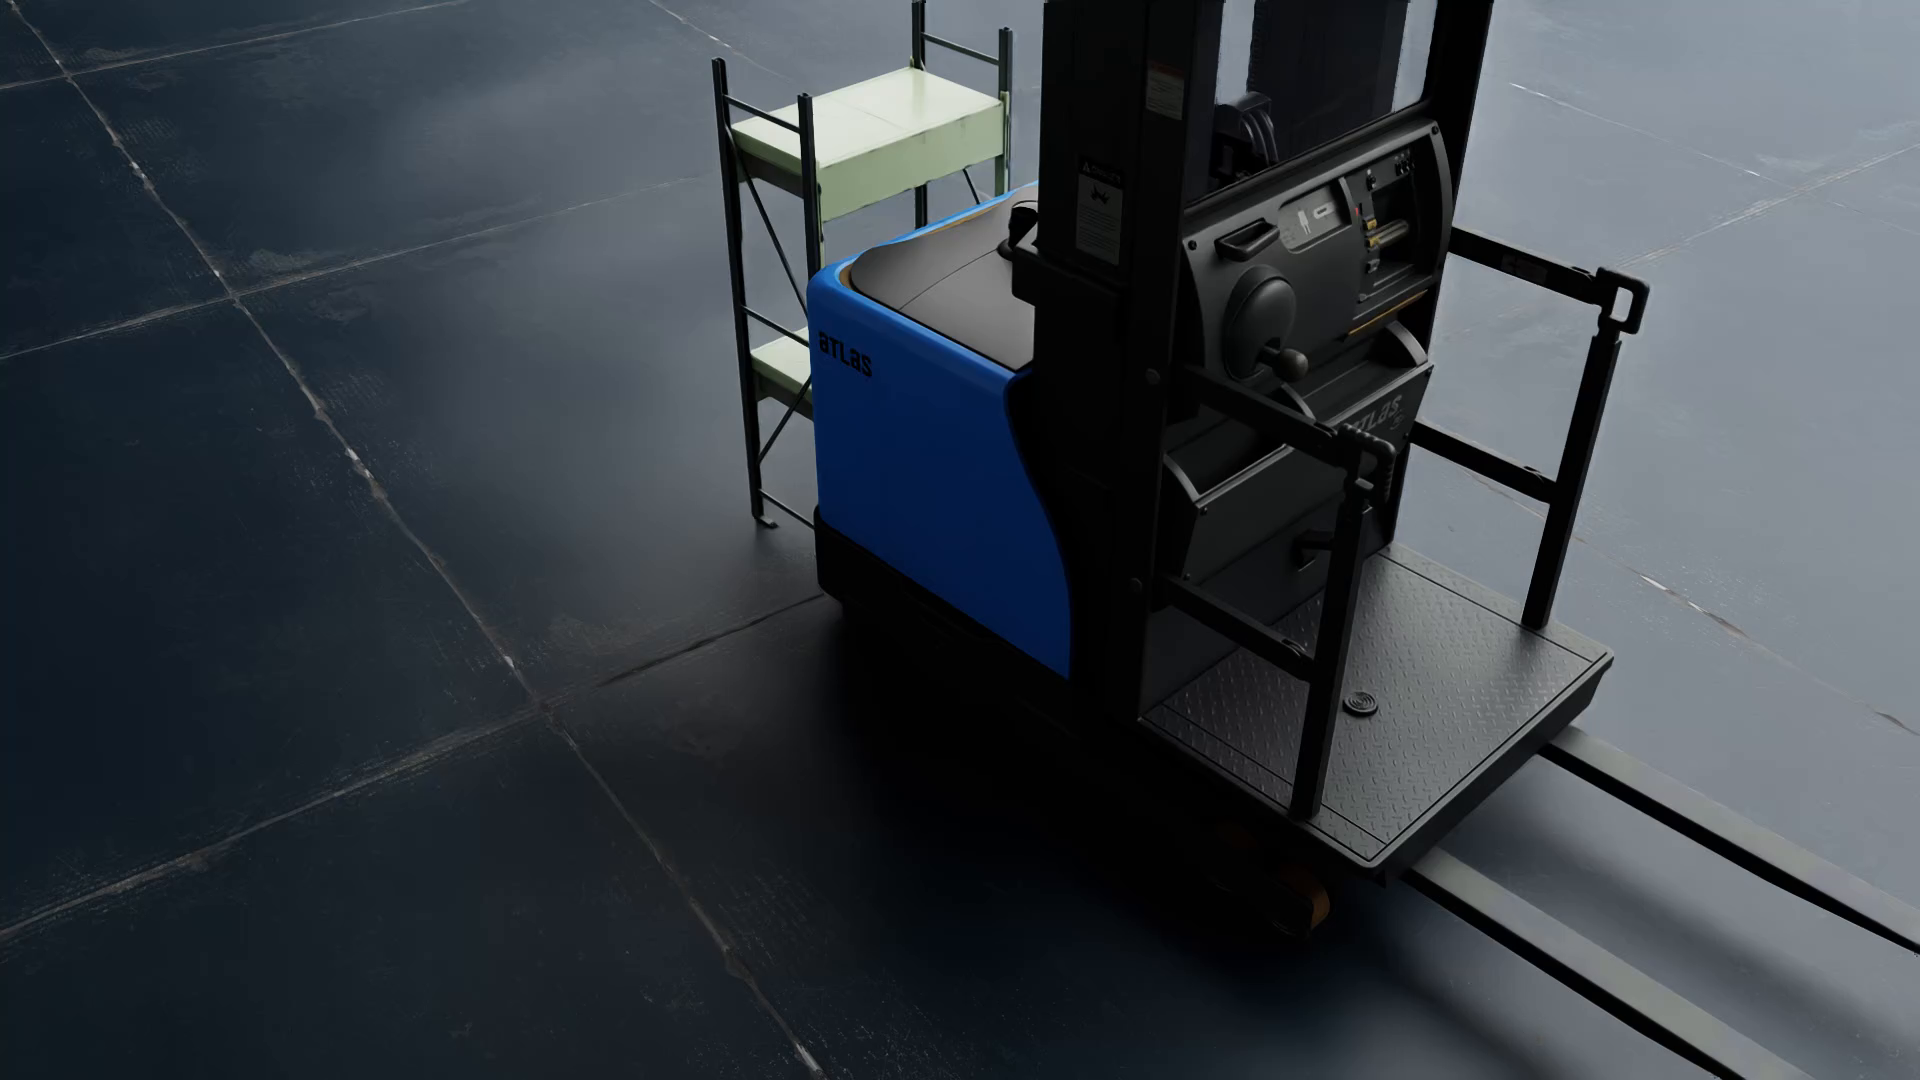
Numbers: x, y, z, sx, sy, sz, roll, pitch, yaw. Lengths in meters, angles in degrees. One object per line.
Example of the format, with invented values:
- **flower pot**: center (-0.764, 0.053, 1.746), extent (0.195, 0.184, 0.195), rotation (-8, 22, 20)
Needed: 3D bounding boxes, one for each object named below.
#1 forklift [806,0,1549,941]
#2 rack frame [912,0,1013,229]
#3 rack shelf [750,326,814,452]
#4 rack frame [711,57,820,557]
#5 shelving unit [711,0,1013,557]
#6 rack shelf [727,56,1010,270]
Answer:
- **forklift**: center (0.957, -0.595, 3.568), extent (1.130, 2.935, 3.031), rotation (-29, 45, -34)
- **rack frame**: center (0.004, -0.906, 5.224), extent (0.023, 1.500, 0.400), rotation (-29, 45, -34)
- **rack shelf**: center (-0.260, -0.493, 5.209), extent (0.720, 0.370, 0.431), rotation (-29, 45, -34)
- **rack frame**: center (-0.525, -0.610, 4.813), extent (0.023, 1.500, 0.400), rotation (-29, 45, -34)
- **shelving unit**: center (-0.260, -0.758, 5.019), extent (0.755, 1.500, 0.431), rotation (-29, 45, -34)
- **rack shelf**: center (-0.261, -1.075, 4.791), extent (0.720, 0.370, 0.431), rotation (-29, 45, -34)
